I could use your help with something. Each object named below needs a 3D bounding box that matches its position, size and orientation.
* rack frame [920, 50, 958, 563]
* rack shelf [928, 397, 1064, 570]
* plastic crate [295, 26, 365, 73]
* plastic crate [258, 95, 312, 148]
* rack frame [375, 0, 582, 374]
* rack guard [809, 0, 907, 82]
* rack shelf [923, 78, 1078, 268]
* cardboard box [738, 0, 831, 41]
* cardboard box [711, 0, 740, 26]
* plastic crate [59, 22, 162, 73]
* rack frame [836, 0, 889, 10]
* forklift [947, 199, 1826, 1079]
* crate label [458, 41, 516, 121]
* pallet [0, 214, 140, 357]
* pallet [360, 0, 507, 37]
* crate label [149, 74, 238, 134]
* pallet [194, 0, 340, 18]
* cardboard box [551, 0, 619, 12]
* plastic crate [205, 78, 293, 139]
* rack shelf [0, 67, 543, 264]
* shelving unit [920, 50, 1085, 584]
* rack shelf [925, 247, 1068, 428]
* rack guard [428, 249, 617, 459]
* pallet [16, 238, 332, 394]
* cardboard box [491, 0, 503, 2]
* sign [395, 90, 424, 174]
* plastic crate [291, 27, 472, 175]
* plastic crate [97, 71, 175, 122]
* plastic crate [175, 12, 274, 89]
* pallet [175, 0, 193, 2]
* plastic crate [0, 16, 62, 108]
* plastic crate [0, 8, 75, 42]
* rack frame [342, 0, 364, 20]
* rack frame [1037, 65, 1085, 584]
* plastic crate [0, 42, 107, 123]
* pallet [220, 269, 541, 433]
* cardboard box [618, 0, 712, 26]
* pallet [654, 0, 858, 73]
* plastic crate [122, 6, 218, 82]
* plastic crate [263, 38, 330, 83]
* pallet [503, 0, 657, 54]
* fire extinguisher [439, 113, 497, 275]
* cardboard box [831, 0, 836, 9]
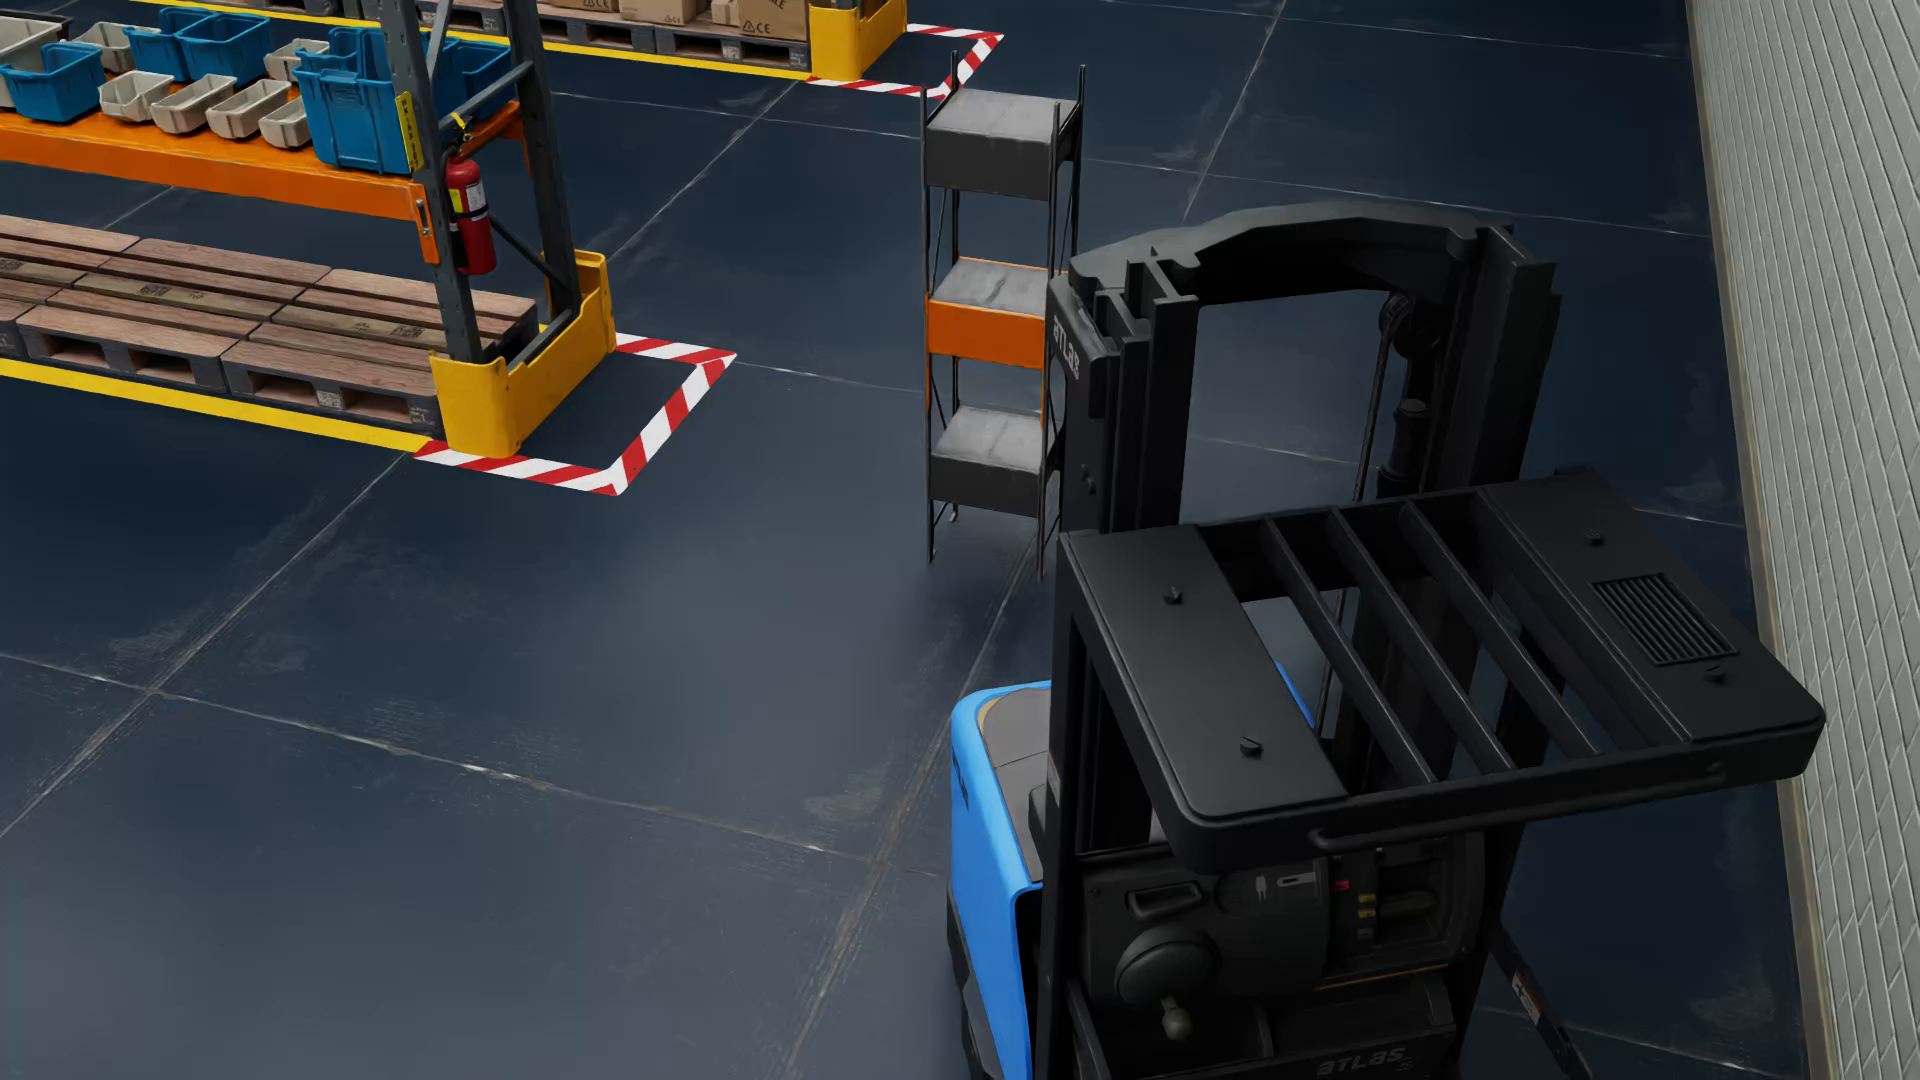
[{"bbox_3d":[-0.075,-0.860,6.646,0.015,2.100,0.400,10,38,14],"label":"rack frame"},{"bbox_3d":[0.158,-0.242,7.011,0.480,0.518,0.431,10,38,14],"label":"rack shelf"},{"bbox_3d":[-2.890,-2.237,7.849,0.300,0.233,0.416,10,38,14],"label":"plastic crate"},{"bbox_3d":[-2.956,-1.893,7.464,0.243,0.136,0.396,10,38,14],"label":"plastic crate"},{"bbox_3d":[-2.124,-1.934,7.347,0.127,3.000,1.000,10,38,14],"label":"rack frame"},{"bbox_3d":[-0.716,-3.742,11.913,0.348,0.500,1.175,10,38,14],"label":"rack guard"},{"bbox_3d":[0.158,-1.369,6.181,0.480,0.518,0.431,10,38,14],"label":"rack shelf"},{"bbox_3d":[-1.236,-3.863,11.705,0.500,0.500,0.500,10,38,14],"label":"cardboard box"},{"bbox_3d":[-1.596,-3.851,11.971,0.250,0.166,0.380,10,38,14],"label":"cardboard box"},{"bbox_3d":[-4.190,-2.421,8.181,0.466,0.136,0.293,10,38,14],"label":"plastic crate"},{"bbox_3d":[-0.643,-4.736,11.154,0.127,3.000,1.000,10,38,14],"label":"rack frame"},{"bbox_3d":[0.774,0.922,3.525,1.130,2.935,3.031,-7,37,-10],"label":"forklift"},{"bbox_3d":[-2.261,-2.120,7.691,0.303,0.233,0.416,10,38,14],"label":"crate label"},{"bbox_3d":[-5.229,-1.410,8.987,1.213,0.211,1.003,10,38,14],"label":"pallet"},{"bbox_3d":[-3.806,-4.198,12.775,1.213,0.211,1.003,10,38,14],"label":"pallet"},{"bbox_3d":[-3.502,-1.988,7.593,0.243,0.136,0.396,10,38,14],"label":"crate label"},{"bbox_3d":[-5.249,-4.442,13.107,1.213,0.211,1.003,10,38,14],"label":"pallet"},{"bbox_3d":[-2.667,-4.285,12.277,0.637,0.503,0.797,10,38,14],"label":"cardboard box"},{"bbox_3d":[-3.229,-1.953,7.544,0.243,0.136,0.396,10,38,14],"label":"plastic crate"},{"bbox_3d":[-4.033,-1.997,8.040,4.000,0.370,1.077,10,38,14],"label":"rack shelf"},{"bbox_3d":[0.158,-0.816,6.588,0.503,2.100,0.431,10,38,14],"label":"shelving unit"},{"bbox_3d":[0.158,-0.805,6.596,0.480,0.518,0.431,10,38,14],"label":"rack shelf"},{"bbox_3d":[-2.097,-0.930,8.092,0.348,0.500,1.175,10,38,14],"label":"rack guard"},{"bbox_3d":[-4.060,-1.195,8.696,1.213,0.211,1.003,10,38,14],"label":"pallet"},{"bbox_3d":[-3.297,-4.135,12.357,0.250,0.166,0.380,10,38,14],"label":"cardboard box"},{"bbox_3d":[-2.273,-1.685,6.872,0.005,0.325,0.100,10,38,14],"label":"sign"},{"bbox_3d":[-2.499,-1.926,7.255,0.499,0.435,0.616,10,38,14],"label":"plastic crate"},{"bbox_3d":[-3.790,-2.030,7.649,0.250,0.136,0.298,10,38,14],"label":"plastic crate"},{"bbox_3d":[-3.518,-2.353,8.007,0.300,0.233,0.416,10,38,14],"label":"plastic crate"},{"bbox_3d":[-6.417,-4.656,13.399,1.213,0.211,1.003,10,38,14],"label":"pallet"},{"bbox_3d":[-4.539,-2.243,7.816,0.530,0.282,0.437,10,38,14],"label":"plastic crate"},{"bbox_3d":[-4.794,-2.508,8.309,0.590,0.125,0.437,10,38,14],"label":"plastic crate"},{"bbox_3d":[-4.461,-5.443,12.114,0.127,3.000,1.000,10,38,14],"label":"rack frame"},{"bbox_3d":[0.391,-0.773,6.529,0.015,2.100,0.400,10,38,14],"label":"rack frame"},{"bbox_3d":[-4.161,-2.108,7.675,0.300,0.233,0.416,10,38,14],"label":"plastic crate"},{"bbox_3d":[-2.900,-0.978,8.401,1.213,0.211,1.003,10,38,14],"label":"pallet"},{"bbox_3d":[-2.134,-3.947,12.031,0.500,0.250,0.500,10,38,14],"label":"cardboard box"},{"bbox_3d":[-1.477,-3.766,12.189,1.213,0.211,1.003,10,38,14],"label":"pallet"},{"bbox_3d":[-3.805,-2.406,8.079,0.300,0.233,0.416,10,38,14],"label":"plastic crate"},{"bbox_3d":[-3.190,-2.305,8.023,0.298,0.136,0.250,10,38,14],"label":"plastic crate"},{"bbox_3d":[-2.638,-3.983,12.484,1.213,0.211,1.003,10,38,14],"label":"pallet"},{"bbox_3d":[-2.116,-1.469,7.095,0.183,0.674,0.296,10,38,14],"label":"fire extinguisher"},{"bbox_3d":[-0.941,-4.033,12.233,0.250,0.149,0.380,10,38,14],"label":"cardboard box"}]
